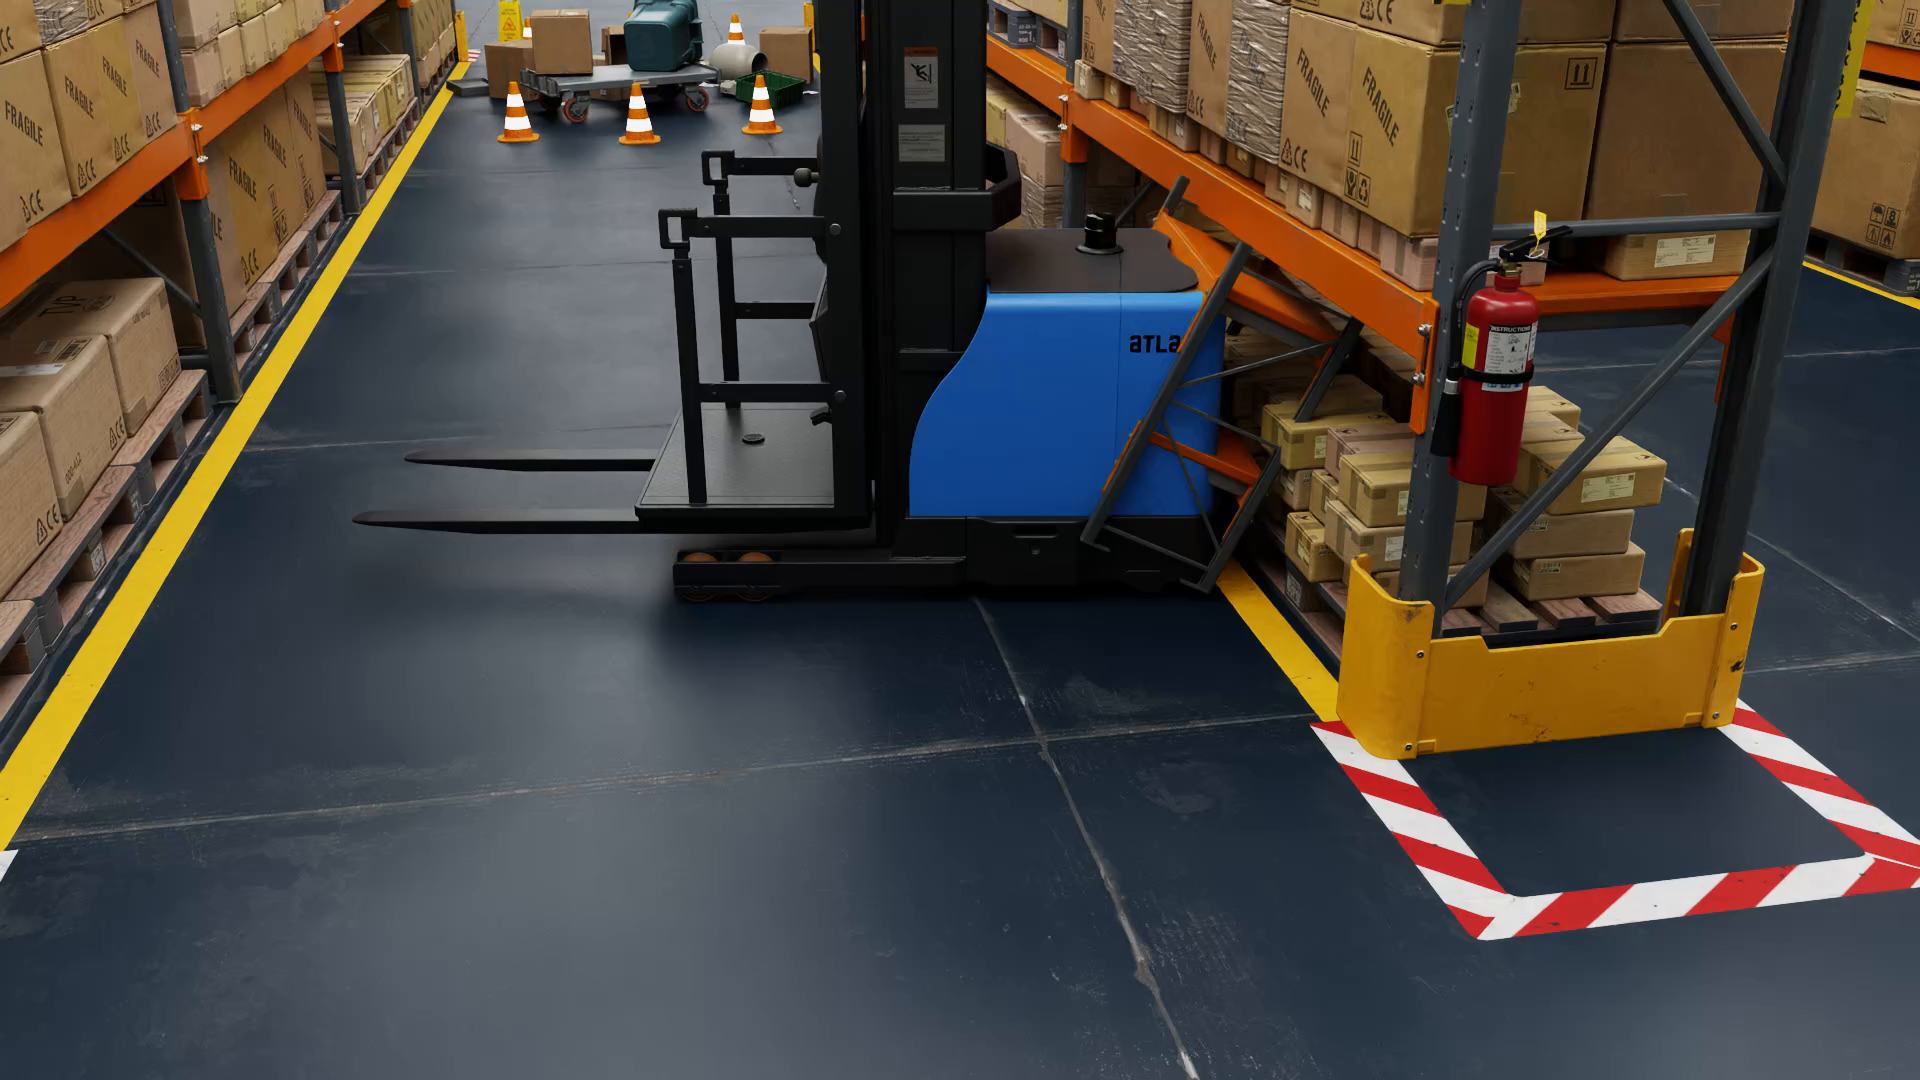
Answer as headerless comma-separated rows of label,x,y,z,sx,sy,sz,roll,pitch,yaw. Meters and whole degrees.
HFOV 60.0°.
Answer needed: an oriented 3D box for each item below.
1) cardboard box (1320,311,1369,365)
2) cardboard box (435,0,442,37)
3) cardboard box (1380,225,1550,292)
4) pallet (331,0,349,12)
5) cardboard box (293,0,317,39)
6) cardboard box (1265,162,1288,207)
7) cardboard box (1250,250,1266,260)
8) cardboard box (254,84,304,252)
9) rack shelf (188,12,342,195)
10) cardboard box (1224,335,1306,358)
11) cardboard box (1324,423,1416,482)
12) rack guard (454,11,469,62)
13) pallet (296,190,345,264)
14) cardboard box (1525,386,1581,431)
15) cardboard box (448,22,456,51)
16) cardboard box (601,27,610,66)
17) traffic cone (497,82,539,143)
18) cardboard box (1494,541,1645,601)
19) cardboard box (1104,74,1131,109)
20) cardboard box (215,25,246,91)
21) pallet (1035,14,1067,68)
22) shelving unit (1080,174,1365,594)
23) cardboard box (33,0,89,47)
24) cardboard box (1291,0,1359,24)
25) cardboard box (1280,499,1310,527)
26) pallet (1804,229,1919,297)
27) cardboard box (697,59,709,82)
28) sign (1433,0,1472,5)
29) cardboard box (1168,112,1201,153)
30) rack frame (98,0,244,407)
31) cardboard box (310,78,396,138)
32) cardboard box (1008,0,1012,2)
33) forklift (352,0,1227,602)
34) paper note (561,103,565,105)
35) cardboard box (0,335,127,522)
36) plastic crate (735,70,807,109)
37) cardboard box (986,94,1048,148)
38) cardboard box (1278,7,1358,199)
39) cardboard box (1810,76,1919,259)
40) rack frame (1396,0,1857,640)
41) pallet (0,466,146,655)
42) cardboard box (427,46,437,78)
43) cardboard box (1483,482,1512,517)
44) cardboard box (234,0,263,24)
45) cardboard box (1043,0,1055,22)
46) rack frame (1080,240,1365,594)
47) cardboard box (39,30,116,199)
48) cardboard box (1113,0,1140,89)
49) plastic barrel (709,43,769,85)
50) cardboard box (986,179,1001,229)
cardboard box,1.585,-0.814,6.660,0.380,0.149,0.250,-4,24,-10
cardboard box,-5.462,-5.280,16.564,0.500,0.500,0.500,-5,24,-11
cardboard box,1.413,-0.808,4.667,0.380,0.149,0.250,-4,24,-10
pallet,-4.810,-3.741,11.308,1.213,0.211,1.003,-4,24,-10
cardboard box,-4.115,-3.108,9.807,0.500,0.250,0.500,-4,24,-9
cardboard box,1.253,-1.211,5.589,0.380,0.149,0.250,-5,24,-12
cardboard box,1.473,-1.232,7.618,0.380,0.149,0.250,-5,24,-10
cardboard box,-4.367,-2.146,9.547,0.875,0.875,0.875,-4,24,-9
rack shelf,-4.204,-2.440,8.989,1.077,0.370,4.000,-4,24,-10
cardboard box,1.212,-0.680,6.352,0.380,0.149,0.250,-5,24,-12
cardboard box,1.414,-0.267,5.408,0.380,0.149,0.250,-4,24,-9
rack guard,-6.039,-5.528,18.283,1.175,0.500,0.348,-4,24,-10
pallet,-4.502,-1.963,10.481,1.003,0.211,1.213,-4,24,-10
cardboard box,1.899,-0.414,5.744,0.380,0.149,0.250,-4,24,-10
cardboard box,-5.635,-5.328,17.613,0.500,0.250,0.500,-4,24,-10
cardboard box,-3.240,-5.056,17.197,0.637,0.503,0.797,18,29,36
traffic cone,-3.708,-3.583,13.876,0.336,0.463,0.334,-4,24,-10
cardboard box,1.969,0.068,5.383,0.380,0.149,0.250,-4,24,-9
cardboard box,0.863,-2.043,7.493,0.380,0.149,0.250,-4,24,-8
cardboard box,-3.753,-2.311,7.980,0.500,0.250,0.500,-5,24,-11
pallet,1.013,-2.613,8.725,1.003,0.211,1.213,-4,24,-10
shelving unit,0.837,-0.588,5.963,0.538,1.125,1.048,22,21,-13
cardboard box,-3.286,-1.923,5.530,0.500,0.500,0.500,-4,24,-9
cardboard box,1.329,-1.817,4.917,0.500,0.500,0.500,-5,24,-12
cardboard box,1.338,-0.098,5.763,0.380,0.149,0.250,-4,24,-10
pallet,5.688,-1.737,9.963,1.003,0.211,1.213,-4,24,-10
cardboard box,-2.595,-4.823,16.961,0.396,0.266,0.258,0,24,-1
sign,1.202,-1.458,4.000,0.100,0.325,0.005,-4,24,-10
cardboard box,1.034,-1.624,6.535,0.380,0.149,0.250,-3,24,-7
rack frame,-3.834,-1.983,7.043,1.000,3.000,0.127,-4,24,-10
cardboard box,-4.948,-3.356,12.945,0.950,0.372,0.625,-4,24,-8
cardboard box,0.450,-3.225,9.676,0.380,0.149,0.250,-5,24,-11
forklift,-0.627,-1.342,5.661,3.031,2.935,1.130,0,24,0
paper note,-3.735,-4.104,15.609,0.148,0.019,0.142,-4,24,-10
cardboard box,-3.657,-0.395,6.082,0.875,0.438,0.875,-5,24,-11
plastic crate,-1.787,-4.245,15.664,0.450,0.188,0.662,17,27,13
cardboard box,0.432,-2.464,9.806,0.500,0.250,0.500,-5,24,-12
cardboard box,1.325,-1.359,5.117,0.500,0.500,0.500,-5,24,-11
cardboard box,5.767,-2.186,9.637,1.225,0.875,0.875,-4,24,-10
rack frame,1.751,-0.816,4.371,1.000,3.000,0.127,-4,24,-10
pallet,-3.542,0.080,5.802,1.003,0.211,1.213,-4,24,-10
cardboard box,-5.267,-4.524,15.771,0.500,0.250,0.500,-3,24,-7
cardboard box,1.912,-0.175,5.569,0.380,0.149,0.250,-4,24,-10
cardboard box,-3.830,-2.741,8.341,0.500,0.250,0.500,-4,24,-9
cardboard box,0.651,-2.809,8.722,0.380,0.149,0.250,-4,24,-10
rack frame,0.872,-0.381,5.500,0.500,1.125,0.032,22,21,-13
cardboard box,-3.289,-1.467,5.736,0.500,0.500,0.500,-5,24,-11
cardboard box,0.954,-2.164,6.961,0.500,0.500,0.500,-4,24,-10
plastic barrel,-2.185,-4.688,16.455,0.512,0.421,0.421,13,27,27
cardboard box,0.442,-2.113,9.938,0.500,0.500,0.500,-5,24,-11
